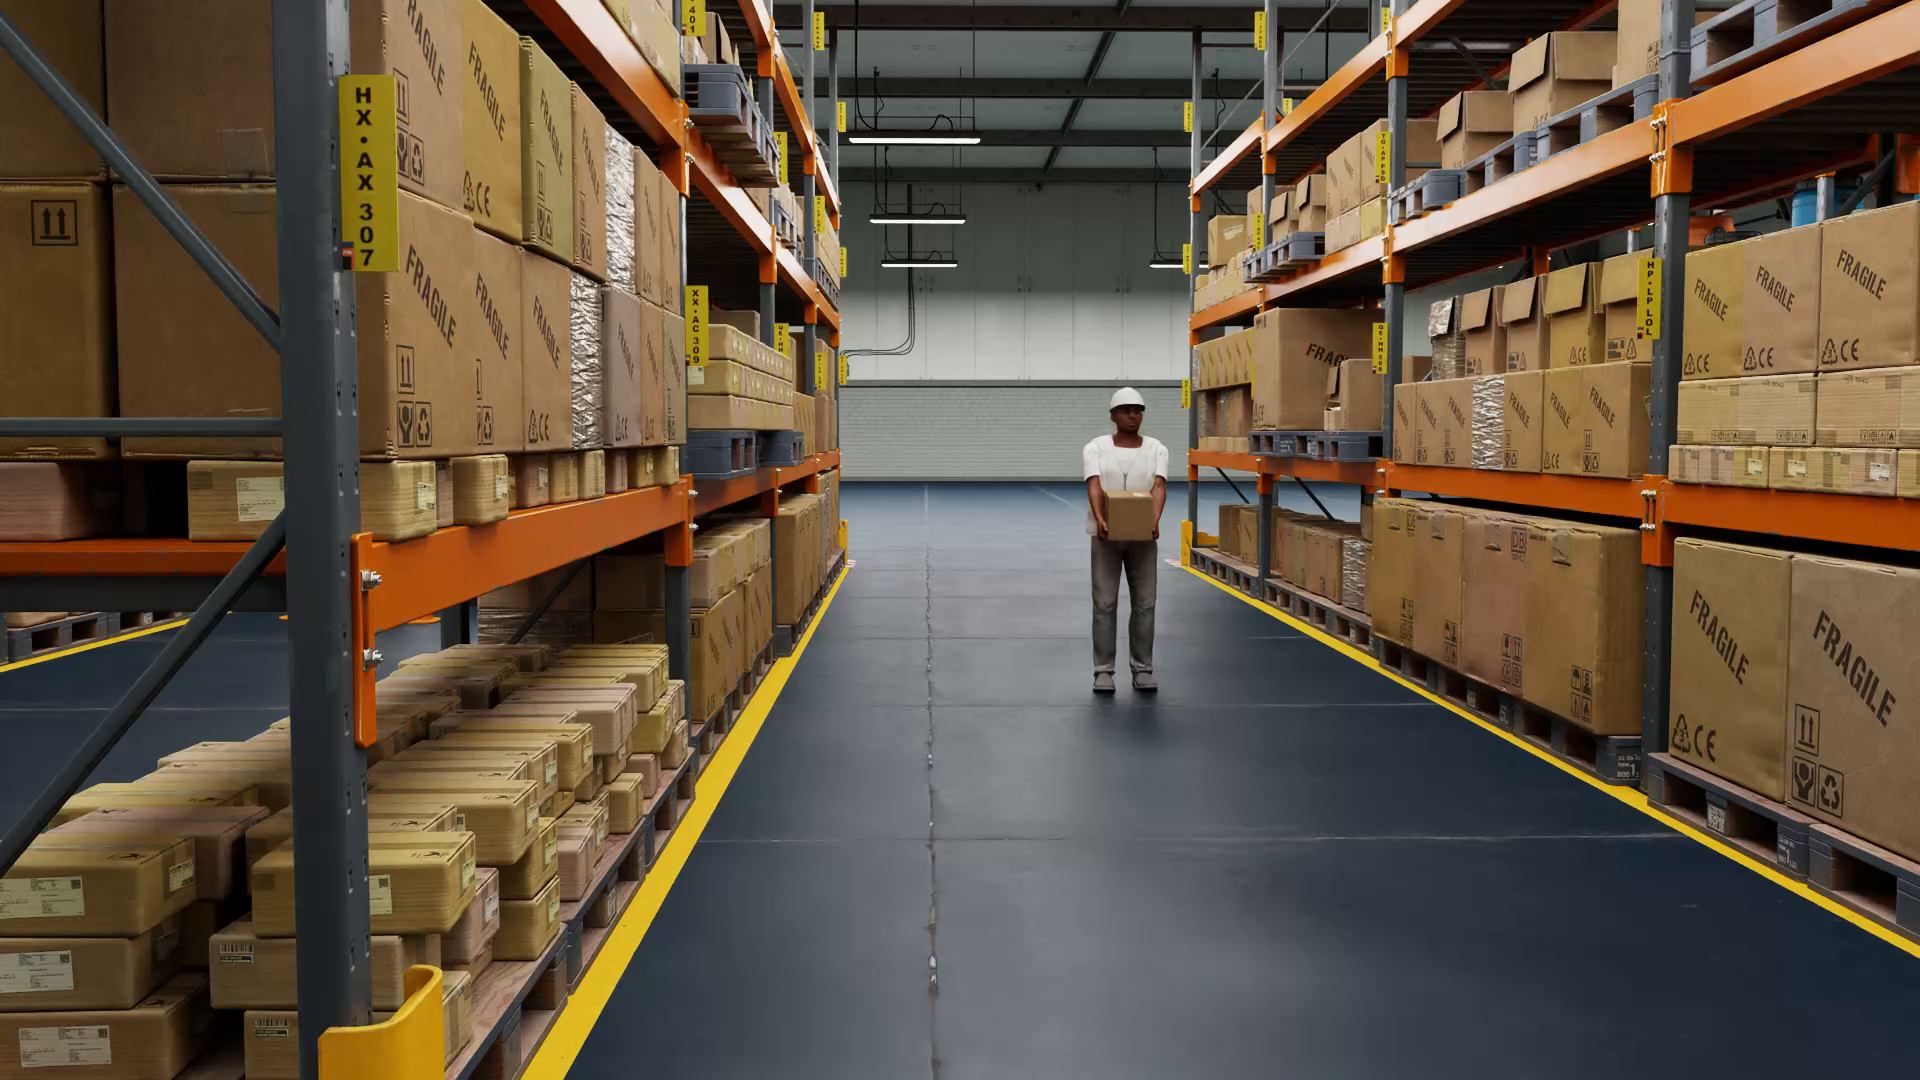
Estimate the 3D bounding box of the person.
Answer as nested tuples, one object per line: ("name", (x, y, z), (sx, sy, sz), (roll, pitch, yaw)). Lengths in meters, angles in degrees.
("person", (0.972, -0.003, 9.646), (0.504, 1.760, 0.582), (0, 4, 0))
